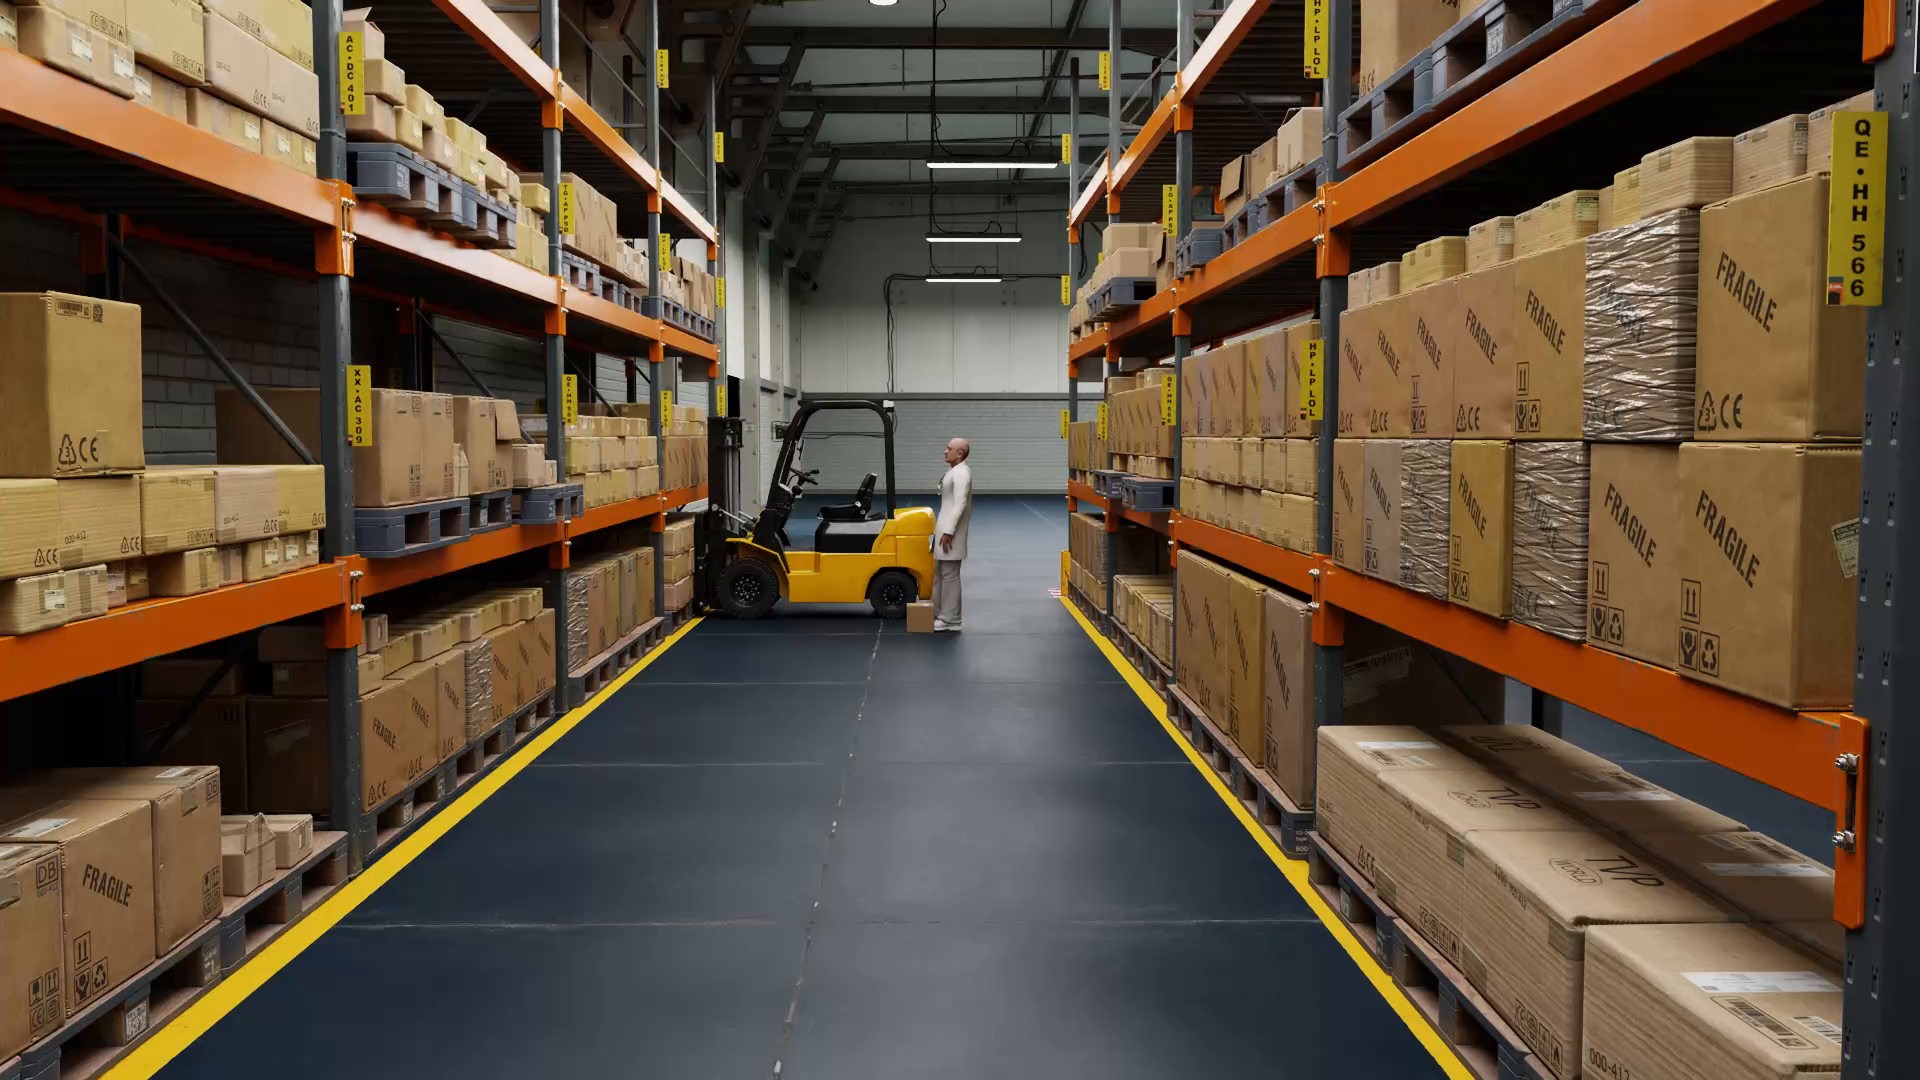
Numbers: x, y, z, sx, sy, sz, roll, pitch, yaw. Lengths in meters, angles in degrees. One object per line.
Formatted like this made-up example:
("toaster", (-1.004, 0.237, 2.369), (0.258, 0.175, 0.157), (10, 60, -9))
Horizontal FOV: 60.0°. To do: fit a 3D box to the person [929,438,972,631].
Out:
("person", (-0.176, -0.051, 15.364), (0.578, 1.778, 0.696), (0, 4, -1))
